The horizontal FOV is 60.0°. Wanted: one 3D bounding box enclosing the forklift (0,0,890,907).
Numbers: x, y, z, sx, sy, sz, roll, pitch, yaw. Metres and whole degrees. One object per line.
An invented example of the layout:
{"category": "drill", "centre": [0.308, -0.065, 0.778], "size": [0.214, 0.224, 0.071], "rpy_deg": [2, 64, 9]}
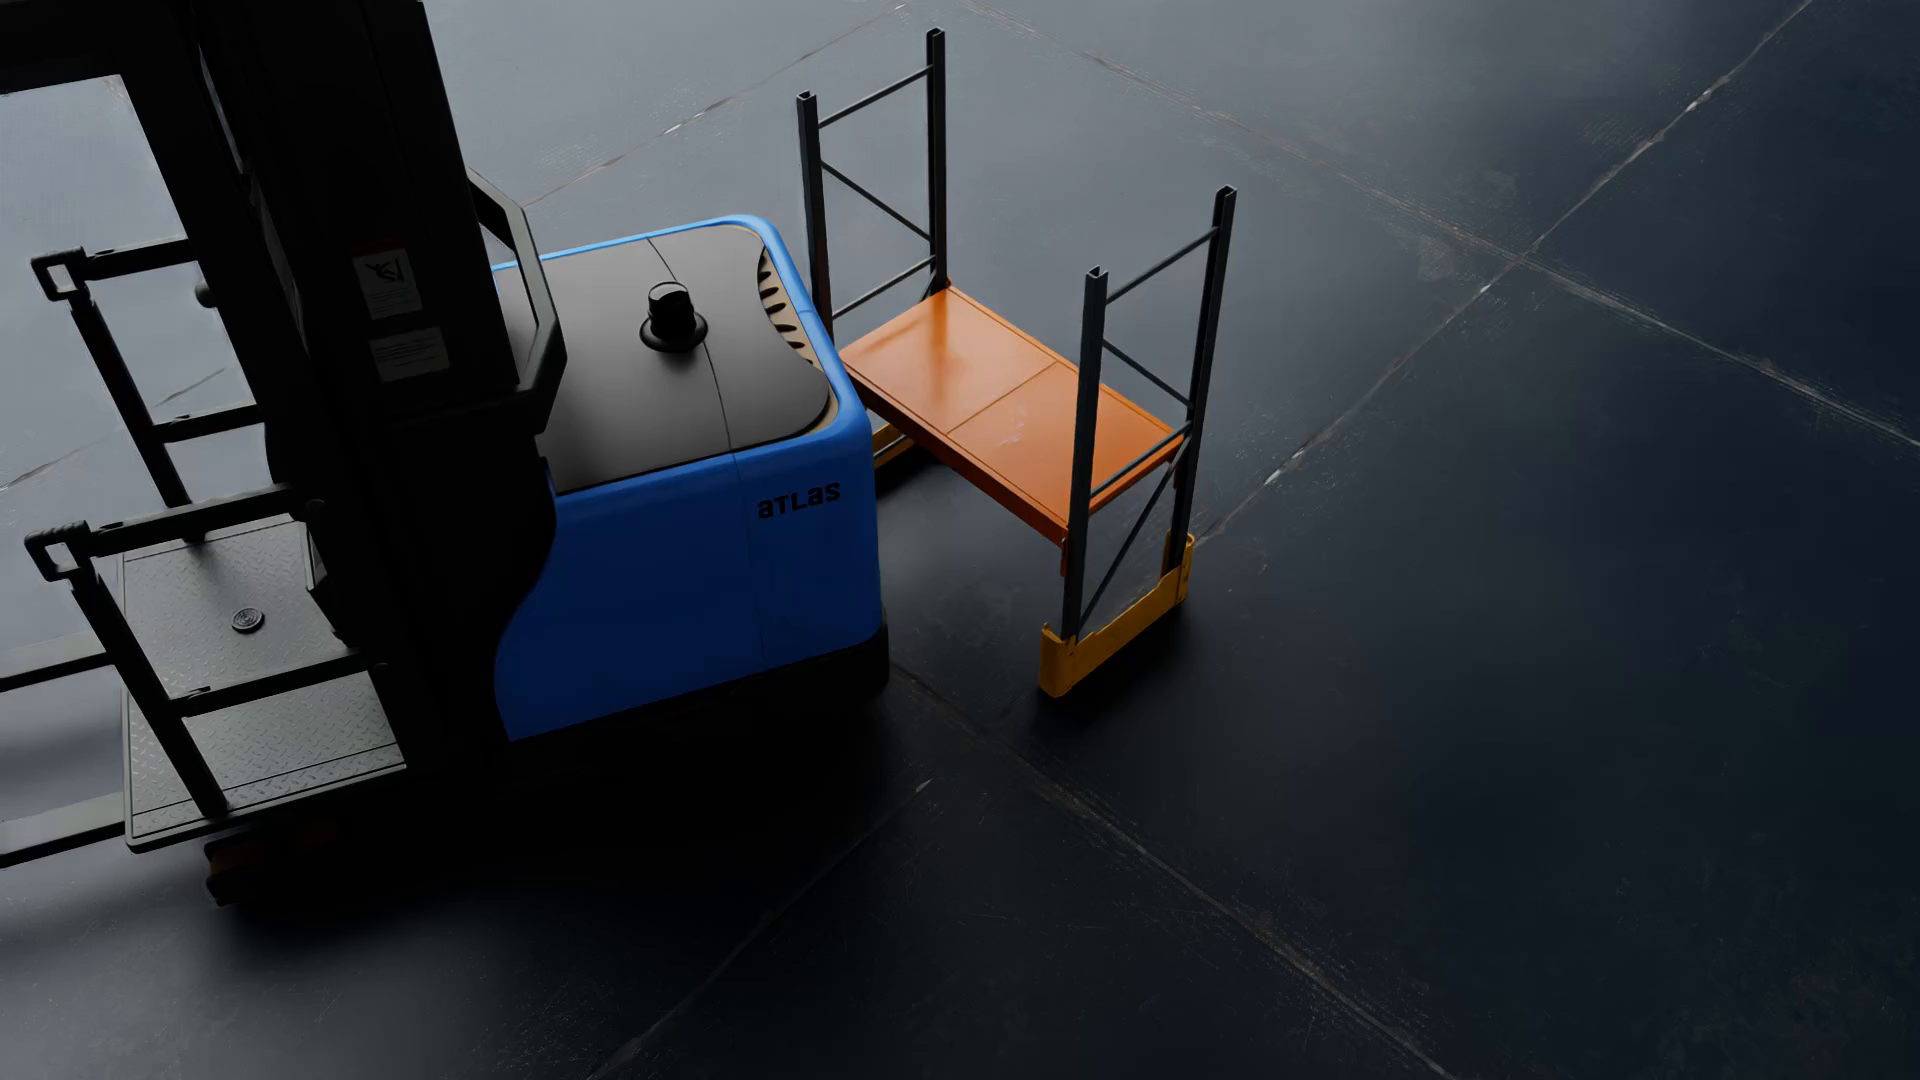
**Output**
{"category": "forklift", "centre": [-1.775, -0.498, 3.707], "size": [3.031, 2.935, 1.130], "rpy_deg": [-15, 49, -14]}

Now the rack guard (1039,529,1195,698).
{"category": "rack guard", "centre": [0.461, 0.209, 4.882], "size": [0.587, 0.250, 0.087], "rpy_deg": [-35, 56, -28]}

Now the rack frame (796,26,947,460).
{"category": "rack frame", "centre": [-0.230, -0.743, 4.918], "size": [0.500, 1.500, 0.032], "rpy_deg": [-35, 56, -28]}

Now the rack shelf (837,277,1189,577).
{"category": "rack shelf", "centre": [0.122, -0.352, 4.799], "size": [0.538, 0.185, 1.000], "rpy_deg": [-35, 56, -28]}

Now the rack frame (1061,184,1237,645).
{"category": "rack frame", "centre": [0.474, -0.208, 4.417], "size": [0.500, 1.500, 0.032], "rpy_deg": [-35, 56, -28]}

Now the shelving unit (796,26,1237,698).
{"category": "shelving unit", "centre": [0.116, -0.480, 4.672], "size": [0.587, 1.500, 1.083], "rpy_deg": [-35, 56, -28]}

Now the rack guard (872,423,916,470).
{"category": "rack guard", "centre": [-0.229, -0.314, 5.373], "size": [0.587, 0.250, 0.087], "rpy_deg": [-35, 56, -28]}
